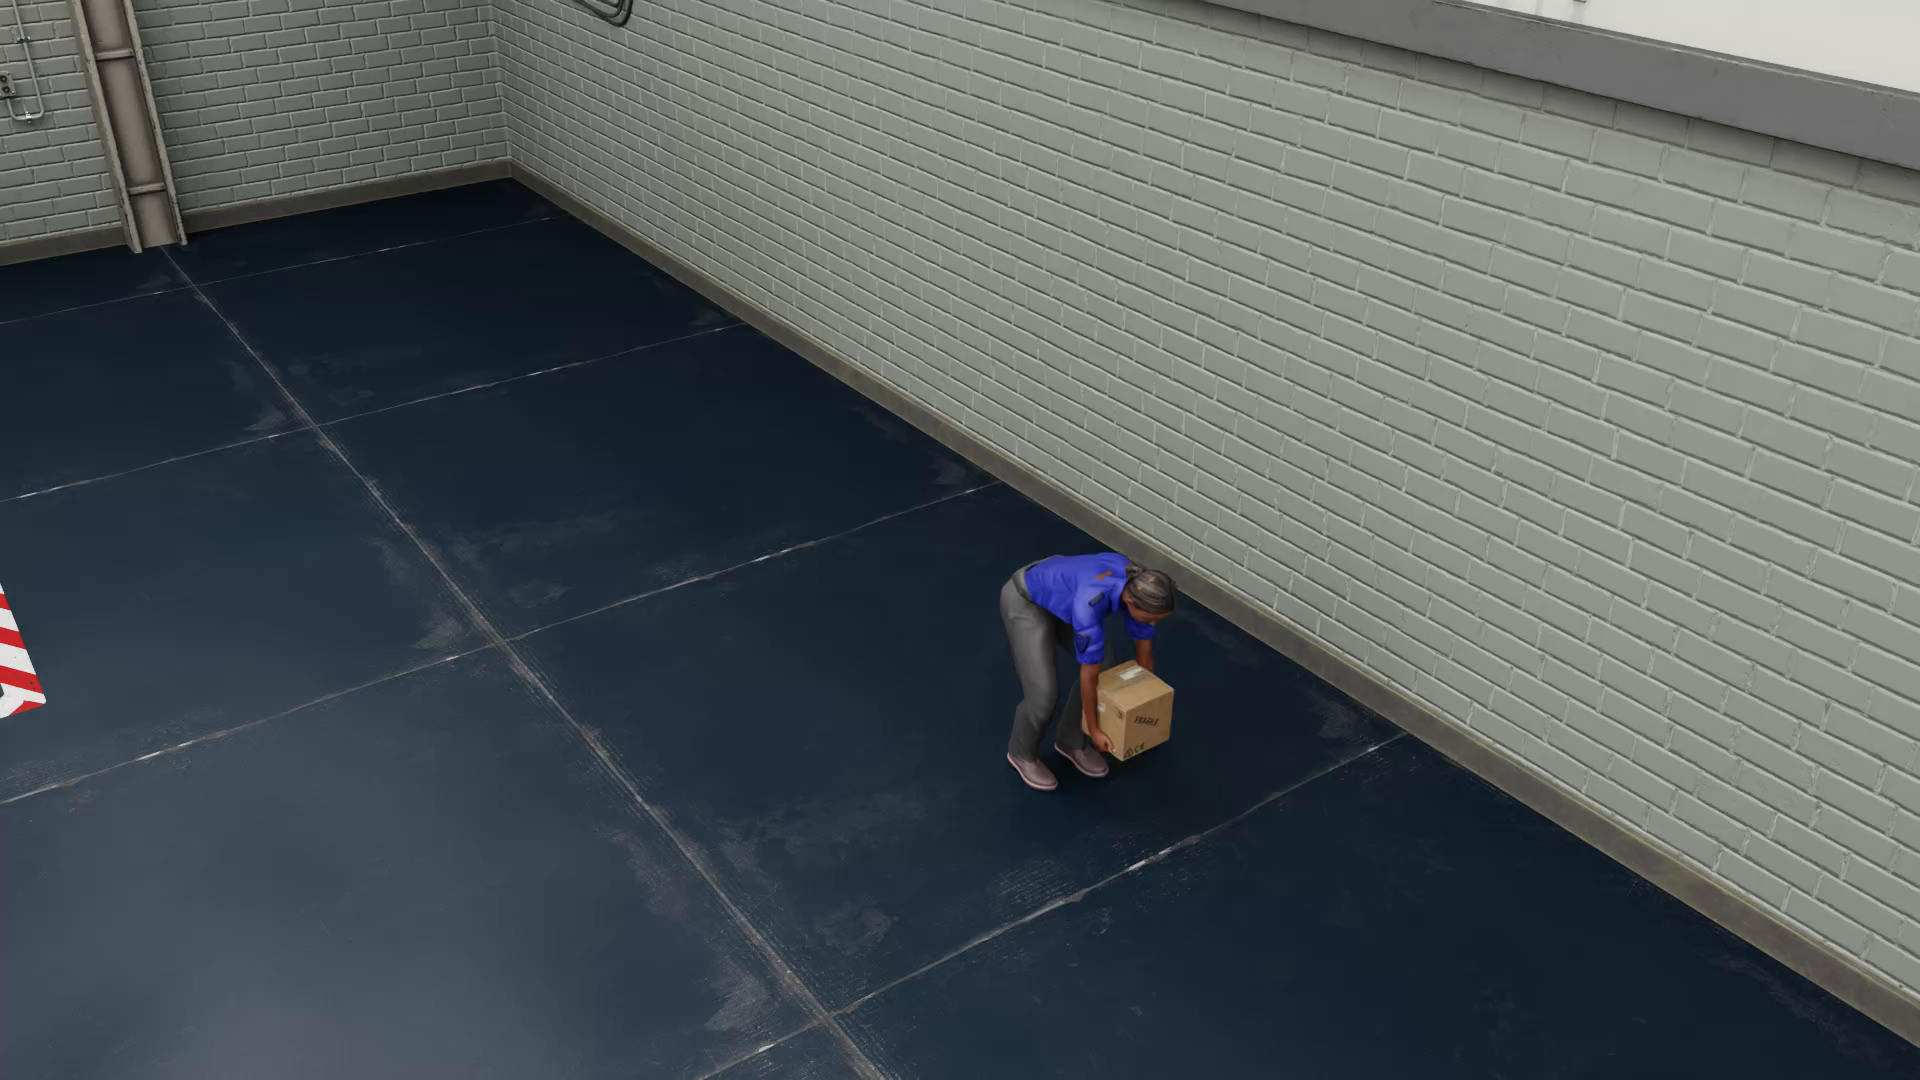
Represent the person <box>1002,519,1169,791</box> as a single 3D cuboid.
[{"bbox_3d":[0.505,0.431,6.666,0.419,1.356,0.765,-20,35,-32],"label":"person"}]
